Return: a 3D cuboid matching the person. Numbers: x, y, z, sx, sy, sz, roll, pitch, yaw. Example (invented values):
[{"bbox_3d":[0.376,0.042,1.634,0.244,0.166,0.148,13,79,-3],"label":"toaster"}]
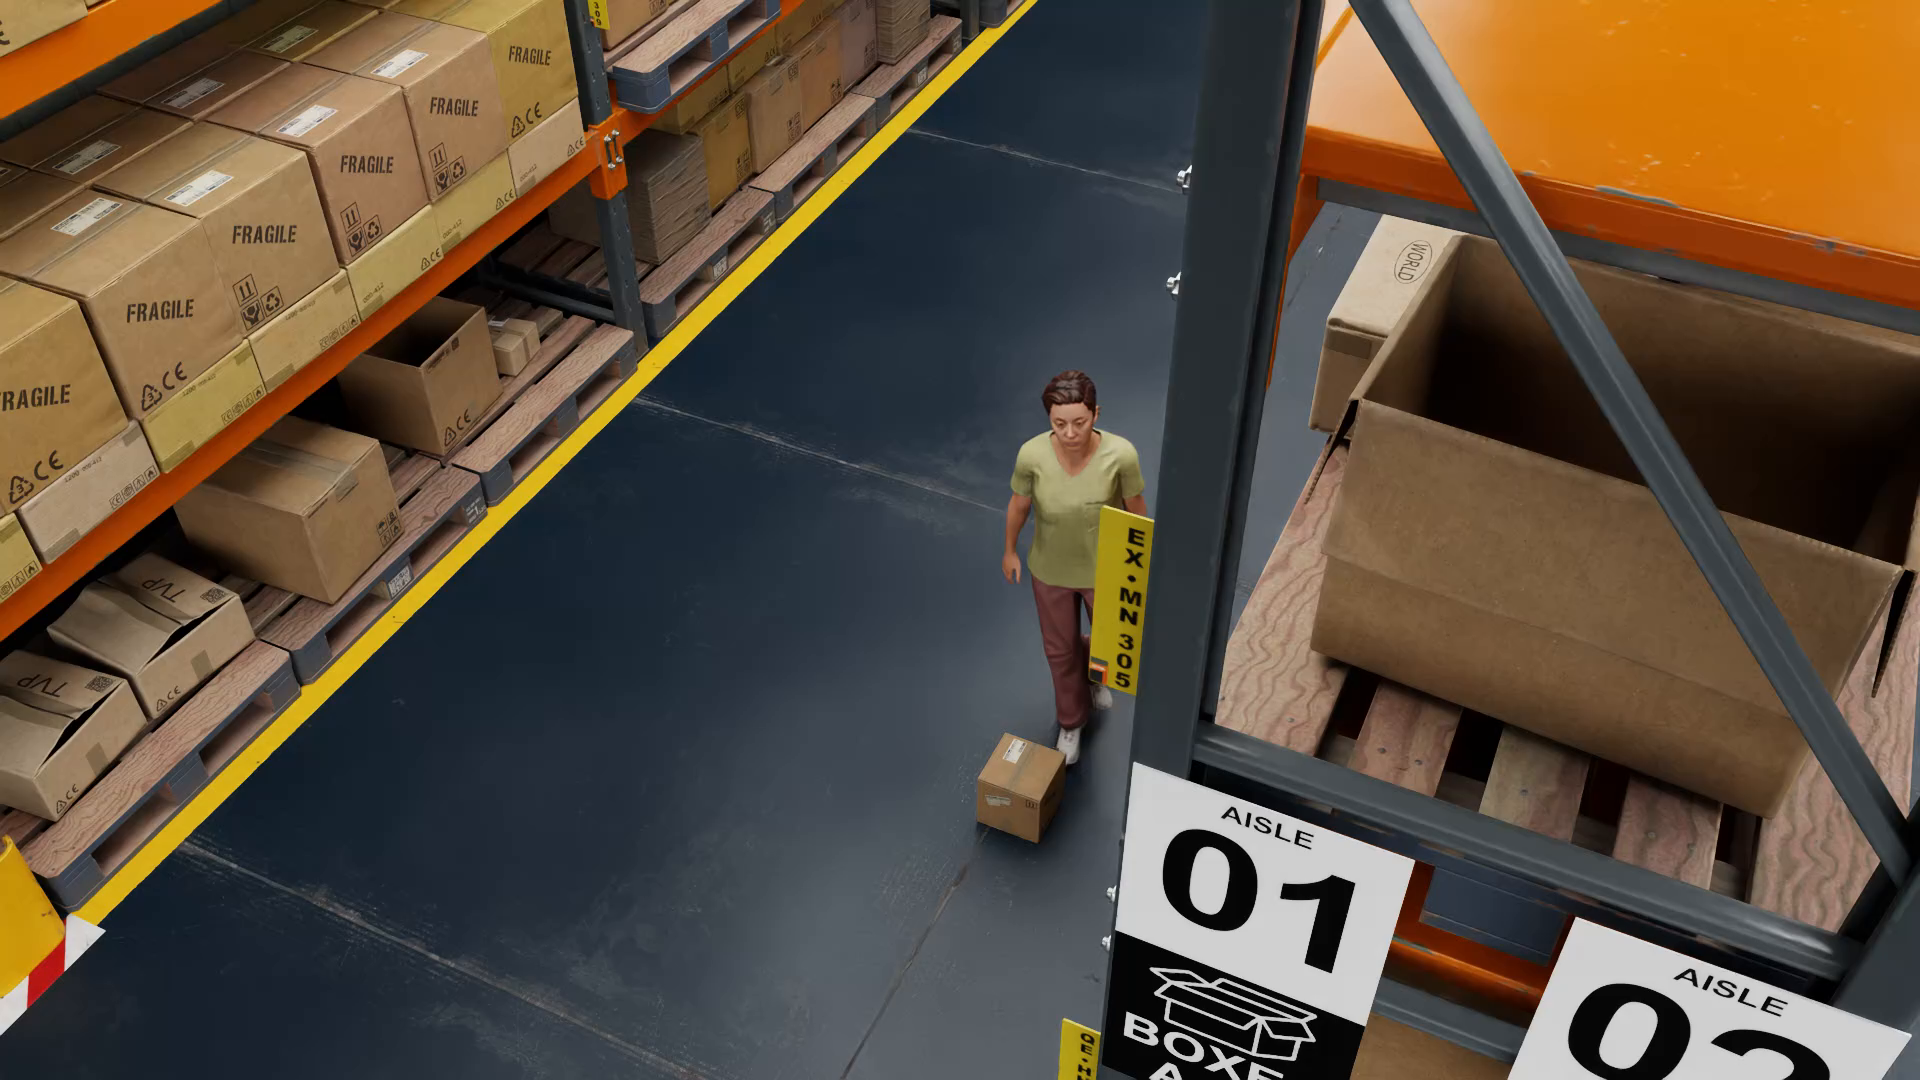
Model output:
[{"bbox_3d":[0.407,0.102,6.049,0.523,1.666,0.489,5,42,6],"label":"person"}]
